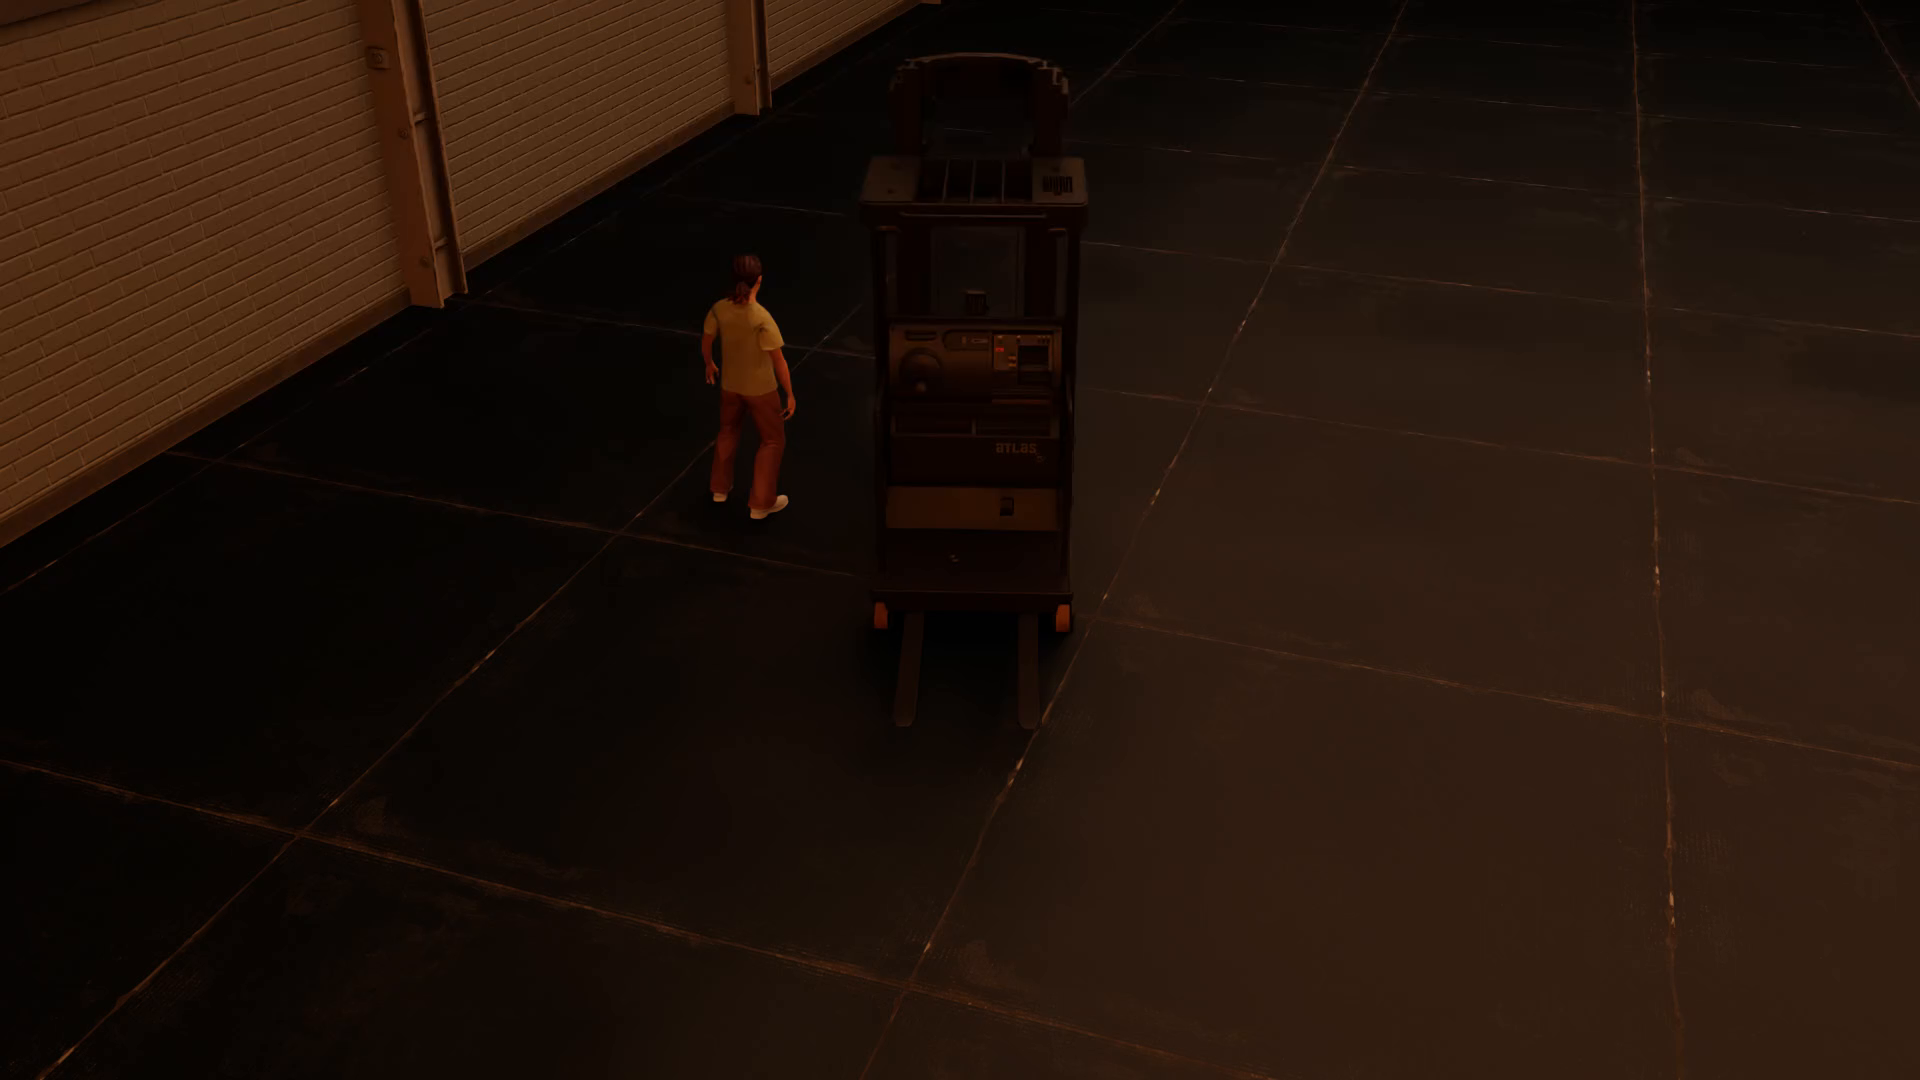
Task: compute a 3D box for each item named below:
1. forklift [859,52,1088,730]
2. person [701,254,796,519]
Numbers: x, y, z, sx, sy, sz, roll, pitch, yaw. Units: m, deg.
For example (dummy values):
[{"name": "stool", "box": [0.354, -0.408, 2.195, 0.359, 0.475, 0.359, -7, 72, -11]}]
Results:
[{"name": "forklift", "box": [0.077, -0.919, 8.749, 1.130, 2.935, 3.031, 1, 30, 2]}, {"name": "person", "box": [-1.279, -0.939, 10.081, 0.712, 1.650, 0.381, 14, 33, 23]}]
